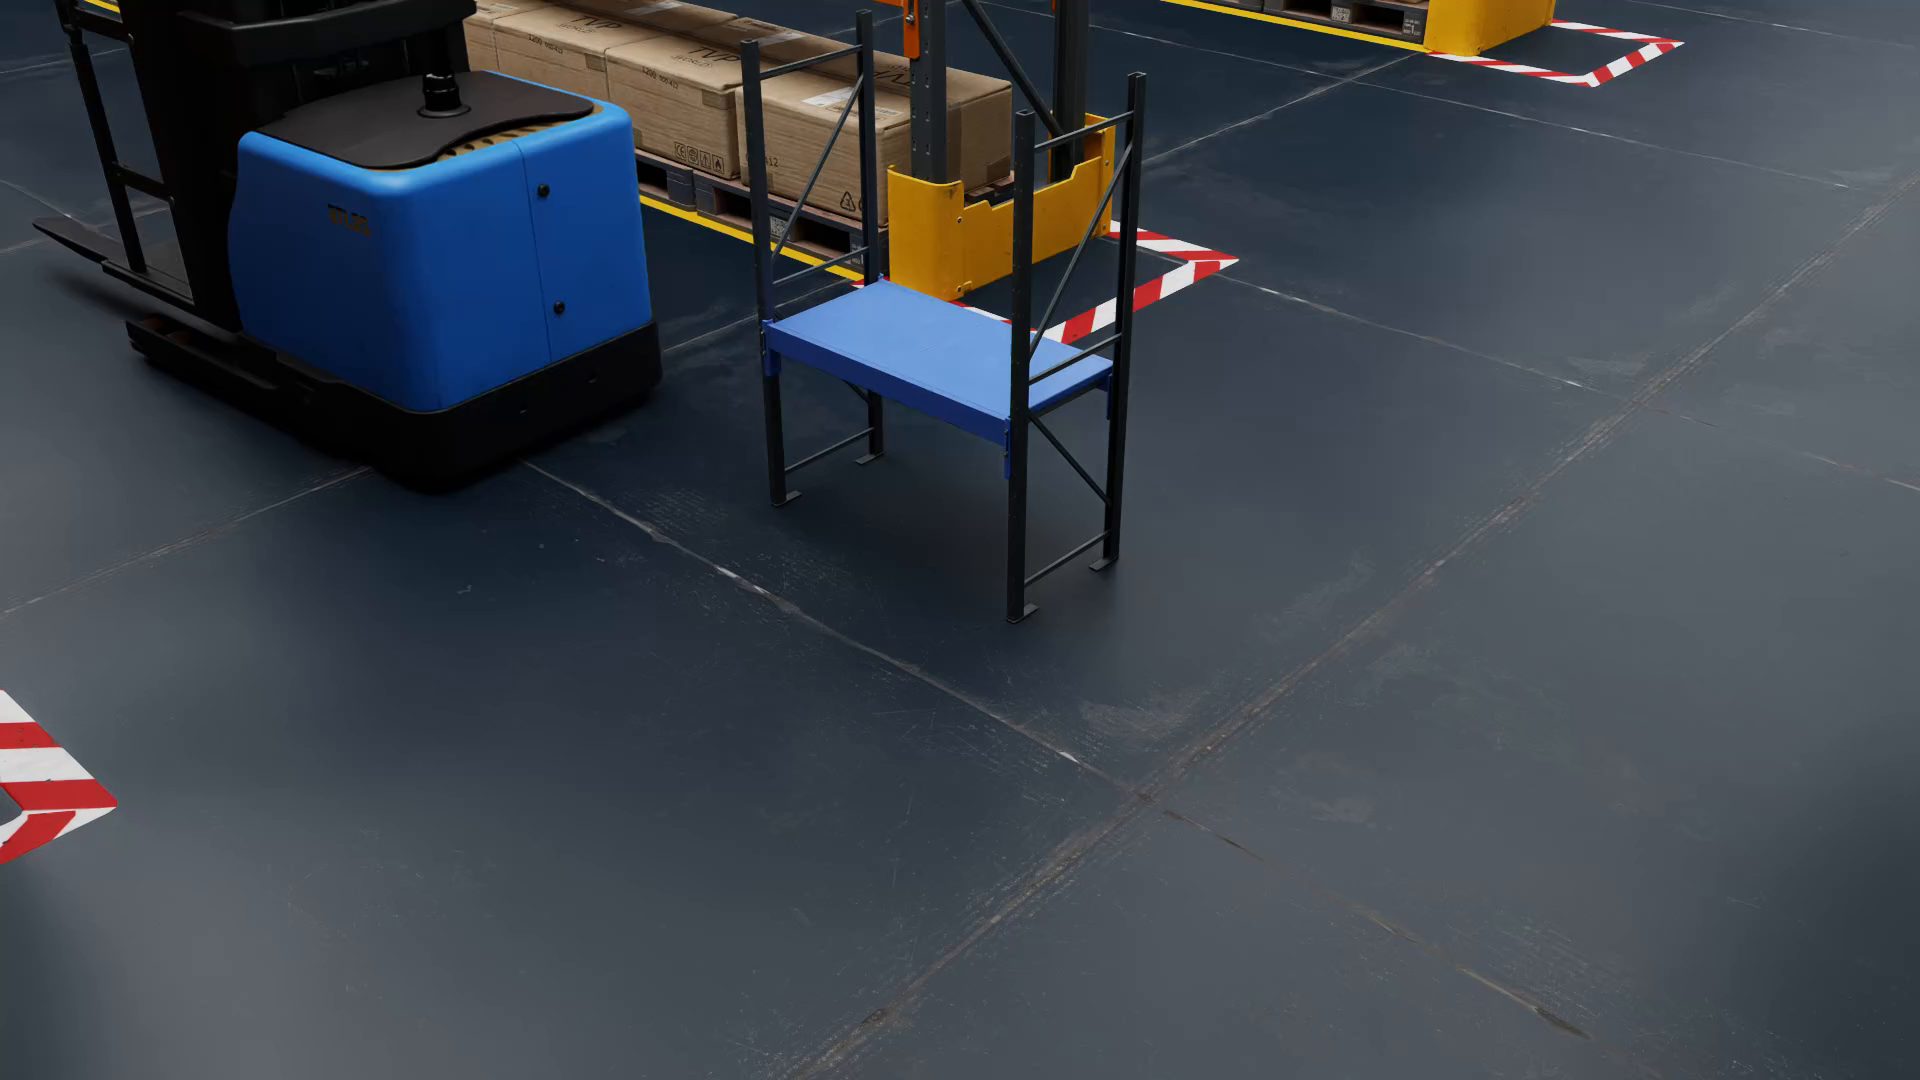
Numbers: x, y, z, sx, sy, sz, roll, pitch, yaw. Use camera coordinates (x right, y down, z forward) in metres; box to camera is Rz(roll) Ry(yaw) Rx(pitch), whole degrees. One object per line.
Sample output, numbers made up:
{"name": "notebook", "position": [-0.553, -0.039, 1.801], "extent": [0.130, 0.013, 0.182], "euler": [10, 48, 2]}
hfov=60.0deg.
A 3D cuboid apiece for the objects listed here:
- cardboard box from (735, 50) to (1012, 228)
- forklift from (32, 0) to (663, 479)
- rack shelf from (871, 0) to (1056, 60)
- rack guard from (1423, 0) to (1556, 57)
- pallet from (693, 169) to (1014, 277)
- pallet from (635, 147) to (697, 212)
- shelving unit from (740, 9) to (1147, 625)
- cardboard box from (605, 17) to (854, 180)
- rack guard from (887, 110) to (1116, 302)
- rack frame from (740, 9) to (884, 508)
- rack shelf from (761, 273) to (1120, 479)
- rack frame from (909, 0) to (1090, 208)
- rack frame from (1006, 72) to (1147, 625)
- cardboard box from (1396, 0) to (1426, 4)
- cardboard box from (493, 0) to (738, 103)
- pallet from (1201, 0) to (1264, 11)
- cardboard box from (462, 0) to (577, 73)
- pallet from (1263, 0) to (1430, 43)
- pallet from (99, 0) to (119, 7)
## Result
{"name": "cardboard box", "position": [-0.379, -1.819, 7.440], "extent": [0.875, 0.438, 0.875], "euler": [24, 38, 34]}
{"name": "forklift", "position": [-2.558, -2.070, 5.846], "extent": [3.031, 2.935, 1.130], "euler": [22, 38, 32]}
{"name": "rack shelf", "position": [-1.305, -2.930, 7.906], "extent": [4.000, 0.370, 1.077], "euler": [25, 39, 35]}
{"name": "rack guard", "position": [3.368, -3.429, 10.462], "extent": [0.348, 0.500, 1.175], "euler": [25, 39, 35]}
{"name": "pallet", "position": [-0.468, -1.598, 7.700], "extent": [1.213, 0.211, 1.003], "euler": [25, 39, 35]}
{"name": "pallet", "position": [-1.368, -2.021, 8.402], "extent": [1.213, 0.211, 1.003], "euler": [25, 39, 35]}
{"name": "shelving unit", "position": [-0.063, -0.672, 4.912], "extent": [1.048, 1.500, 0.538], "euler": [25, 39, 35]}
{"name": "cardboard box", "position": [-1.063, -2.132, 7.960], "extent": [0.875, 0.438, 0.875], "euler": [26, 40, 36]}
{"name": "rack guard", "position": [0.196, -1.467, 7.202], "extent": [0.348, 0.500, 1.175], "euler": [25, 39, 35]}
{"name": "rack frame", "position": [-0.440, -0.848, 5.204], "extent": [0.032, 1.500, 0.500], "euler": [25, 39, 35]}
{"name": "rack shelf", "position": [-0.063, -0.518, 5.005], "extent": [1.000, 0.185, 0.538], "euler": [25, 39, 35]}
{"name": "rack frame", "position": [0.178, -2.546, 6.571], "extent": [0.127, 3.000, 1.000], "euler": [25, 39, 35]}
{"name": "rack frame", "position": [0.314, -0.496, 4.620], "extent": [0.032, 1.500, 0.500], "euler": [25, 39, 35]}
{"name": "cardboard box", "position": [2.894, -3.535, 10.571], "extent": [0.250, 0.149, 0.380], "euler": [26, 40, 36]}
{"name": "cardboard box", "position": [-1.730, -2.445, 8.480], "extent": [0.875, 0.438, 0.875], "euler": [24, 38, 34]}
{"name": "pallet", "position": [1.889, -4.023, 11.727], "extent": [1.213, 0.211, 1.003], "euler": [25, 39, 35]}
{"name": "cardboard box", "position": [-2.395, -2.754, 8.994], "extent": [0.875, 0.438, 0.875], "euler": [24, 39, 34]}
{"name": "pallet", "position": [2.789, -3.600, 11.026], "extent": [1.213, 0.211, 1.003], "euler": [25, 39, 35]}
{"name": "pallet", "position": [-5.220, -3.819, 11.388], "extent": [1.213, 0.211, 1.003], "euler": [25, 39, 35]}
